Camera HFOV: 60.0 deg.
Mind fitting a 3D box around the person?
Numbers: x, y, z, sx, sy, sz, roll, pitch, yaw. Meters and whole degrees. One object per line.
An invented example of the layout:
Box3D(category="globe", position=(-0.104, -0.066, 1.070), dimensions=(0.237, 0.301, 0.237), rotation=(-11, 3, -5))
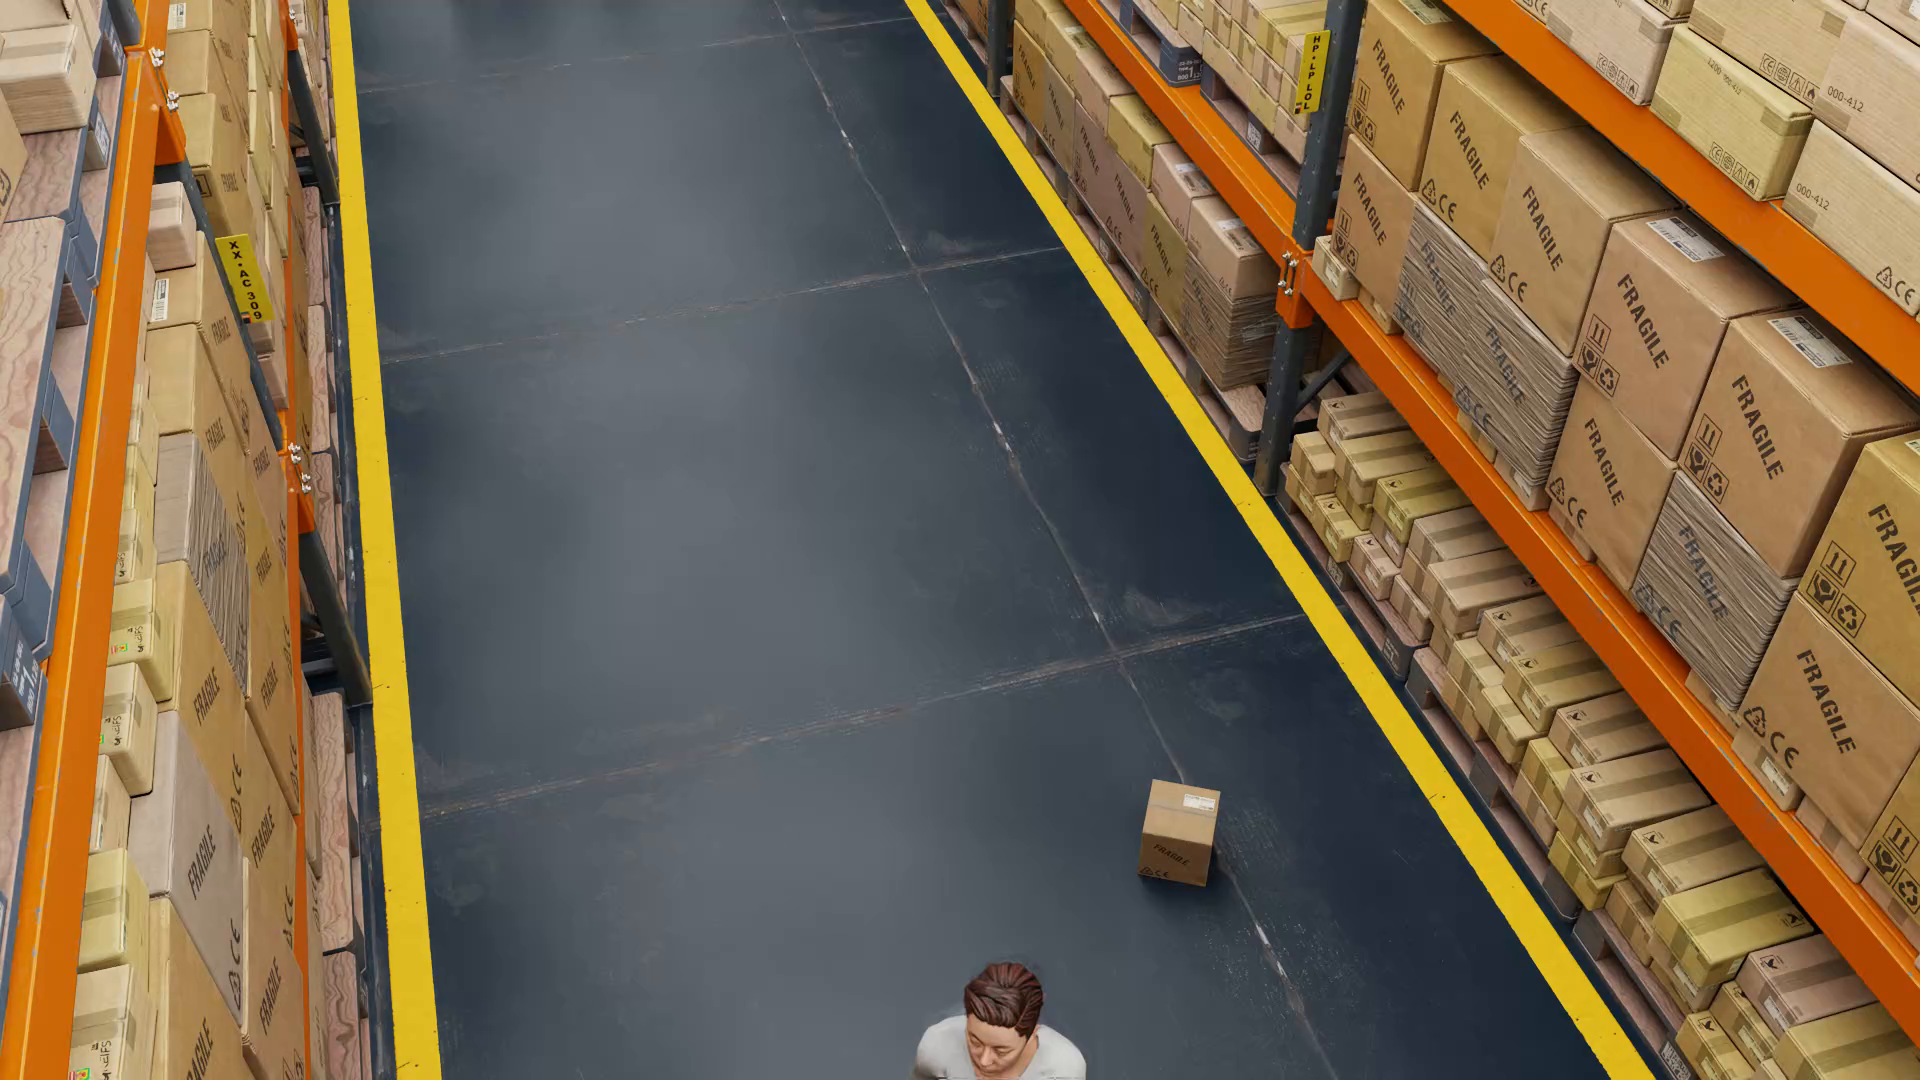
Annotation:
Box3D(category="person", position=(0.080, 1.668, 4.298), dimensions=(0.460, 1.666, 0.460), rotation=(9, 43, 9))
